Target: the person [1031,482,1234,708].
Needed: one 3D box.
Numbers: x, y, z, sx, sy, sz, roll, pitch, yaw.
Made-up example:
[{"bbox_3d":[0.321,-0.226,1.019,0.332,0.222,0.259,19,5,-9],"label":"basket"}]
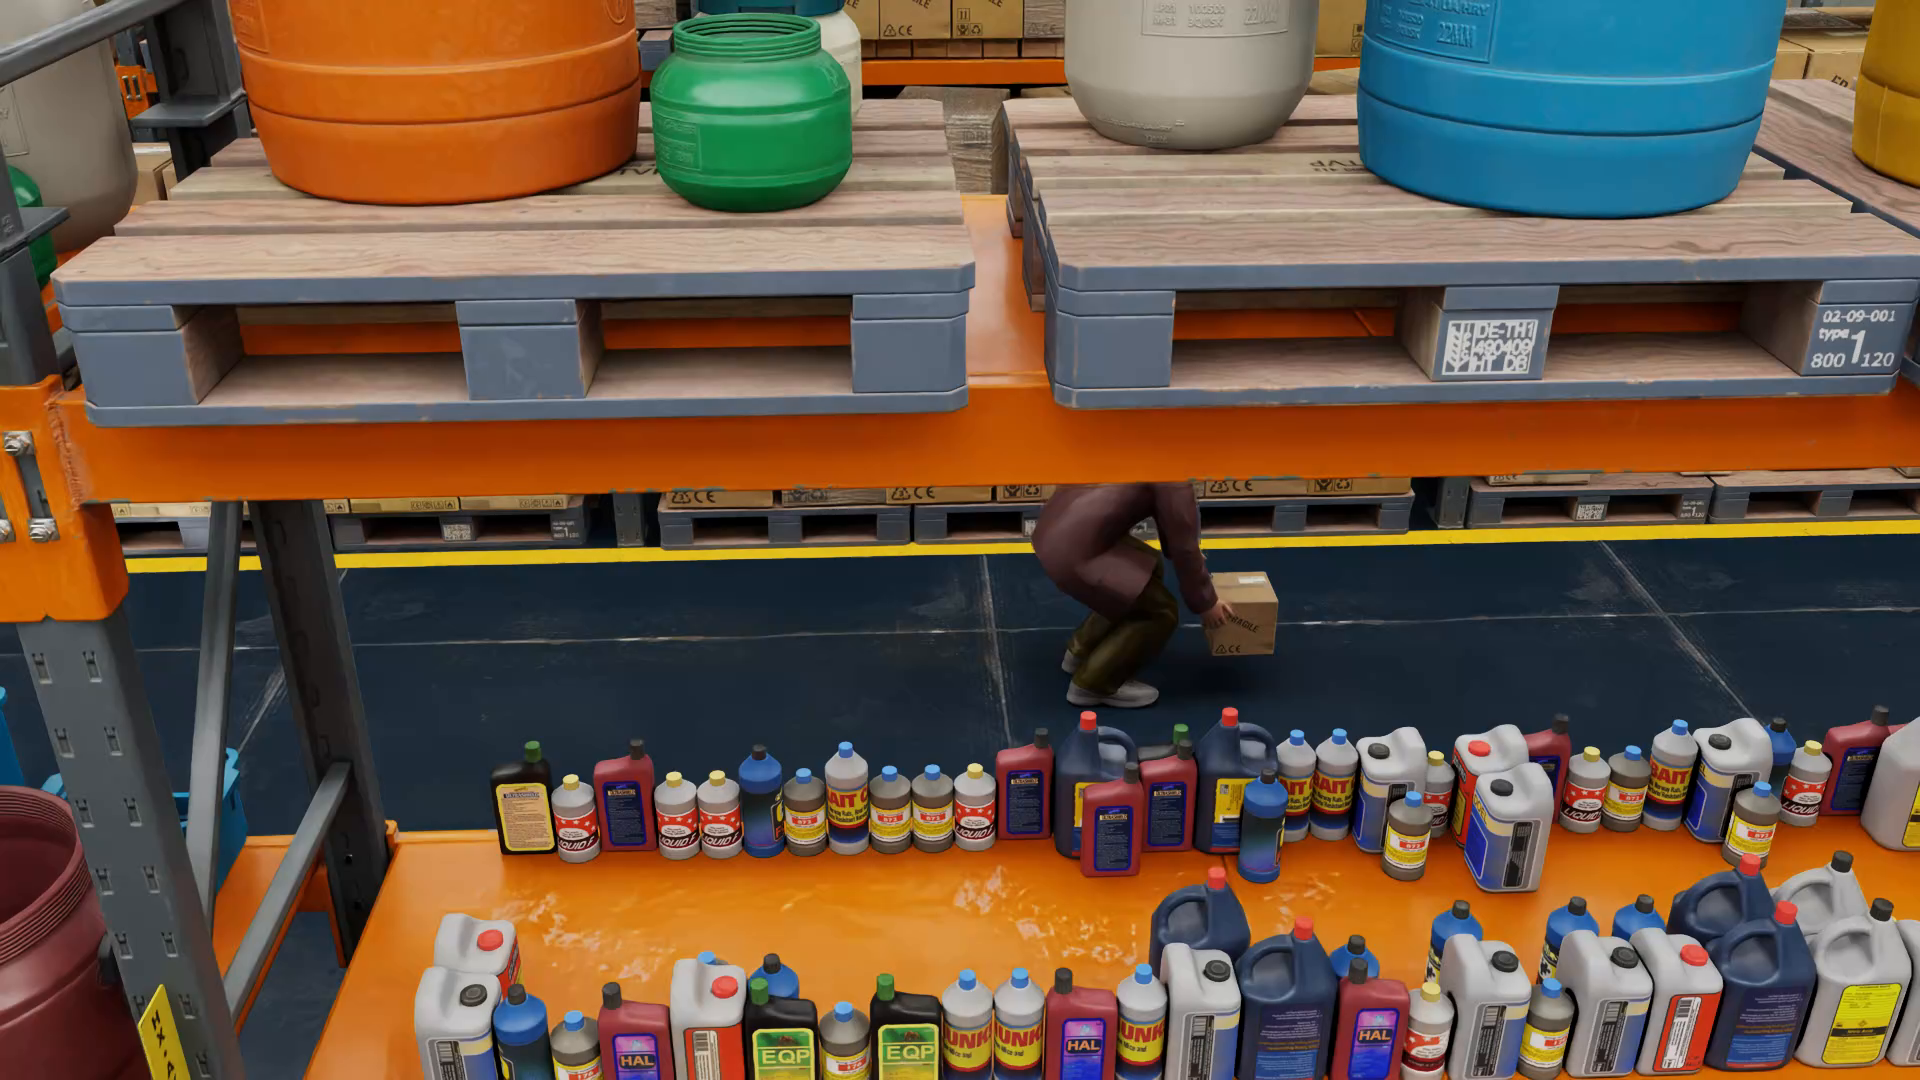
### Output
[{"bbox_3d":[0.681,0.030,6.657,0.797,1.249,0.630,-1,27,-3],"label":"person"}]
